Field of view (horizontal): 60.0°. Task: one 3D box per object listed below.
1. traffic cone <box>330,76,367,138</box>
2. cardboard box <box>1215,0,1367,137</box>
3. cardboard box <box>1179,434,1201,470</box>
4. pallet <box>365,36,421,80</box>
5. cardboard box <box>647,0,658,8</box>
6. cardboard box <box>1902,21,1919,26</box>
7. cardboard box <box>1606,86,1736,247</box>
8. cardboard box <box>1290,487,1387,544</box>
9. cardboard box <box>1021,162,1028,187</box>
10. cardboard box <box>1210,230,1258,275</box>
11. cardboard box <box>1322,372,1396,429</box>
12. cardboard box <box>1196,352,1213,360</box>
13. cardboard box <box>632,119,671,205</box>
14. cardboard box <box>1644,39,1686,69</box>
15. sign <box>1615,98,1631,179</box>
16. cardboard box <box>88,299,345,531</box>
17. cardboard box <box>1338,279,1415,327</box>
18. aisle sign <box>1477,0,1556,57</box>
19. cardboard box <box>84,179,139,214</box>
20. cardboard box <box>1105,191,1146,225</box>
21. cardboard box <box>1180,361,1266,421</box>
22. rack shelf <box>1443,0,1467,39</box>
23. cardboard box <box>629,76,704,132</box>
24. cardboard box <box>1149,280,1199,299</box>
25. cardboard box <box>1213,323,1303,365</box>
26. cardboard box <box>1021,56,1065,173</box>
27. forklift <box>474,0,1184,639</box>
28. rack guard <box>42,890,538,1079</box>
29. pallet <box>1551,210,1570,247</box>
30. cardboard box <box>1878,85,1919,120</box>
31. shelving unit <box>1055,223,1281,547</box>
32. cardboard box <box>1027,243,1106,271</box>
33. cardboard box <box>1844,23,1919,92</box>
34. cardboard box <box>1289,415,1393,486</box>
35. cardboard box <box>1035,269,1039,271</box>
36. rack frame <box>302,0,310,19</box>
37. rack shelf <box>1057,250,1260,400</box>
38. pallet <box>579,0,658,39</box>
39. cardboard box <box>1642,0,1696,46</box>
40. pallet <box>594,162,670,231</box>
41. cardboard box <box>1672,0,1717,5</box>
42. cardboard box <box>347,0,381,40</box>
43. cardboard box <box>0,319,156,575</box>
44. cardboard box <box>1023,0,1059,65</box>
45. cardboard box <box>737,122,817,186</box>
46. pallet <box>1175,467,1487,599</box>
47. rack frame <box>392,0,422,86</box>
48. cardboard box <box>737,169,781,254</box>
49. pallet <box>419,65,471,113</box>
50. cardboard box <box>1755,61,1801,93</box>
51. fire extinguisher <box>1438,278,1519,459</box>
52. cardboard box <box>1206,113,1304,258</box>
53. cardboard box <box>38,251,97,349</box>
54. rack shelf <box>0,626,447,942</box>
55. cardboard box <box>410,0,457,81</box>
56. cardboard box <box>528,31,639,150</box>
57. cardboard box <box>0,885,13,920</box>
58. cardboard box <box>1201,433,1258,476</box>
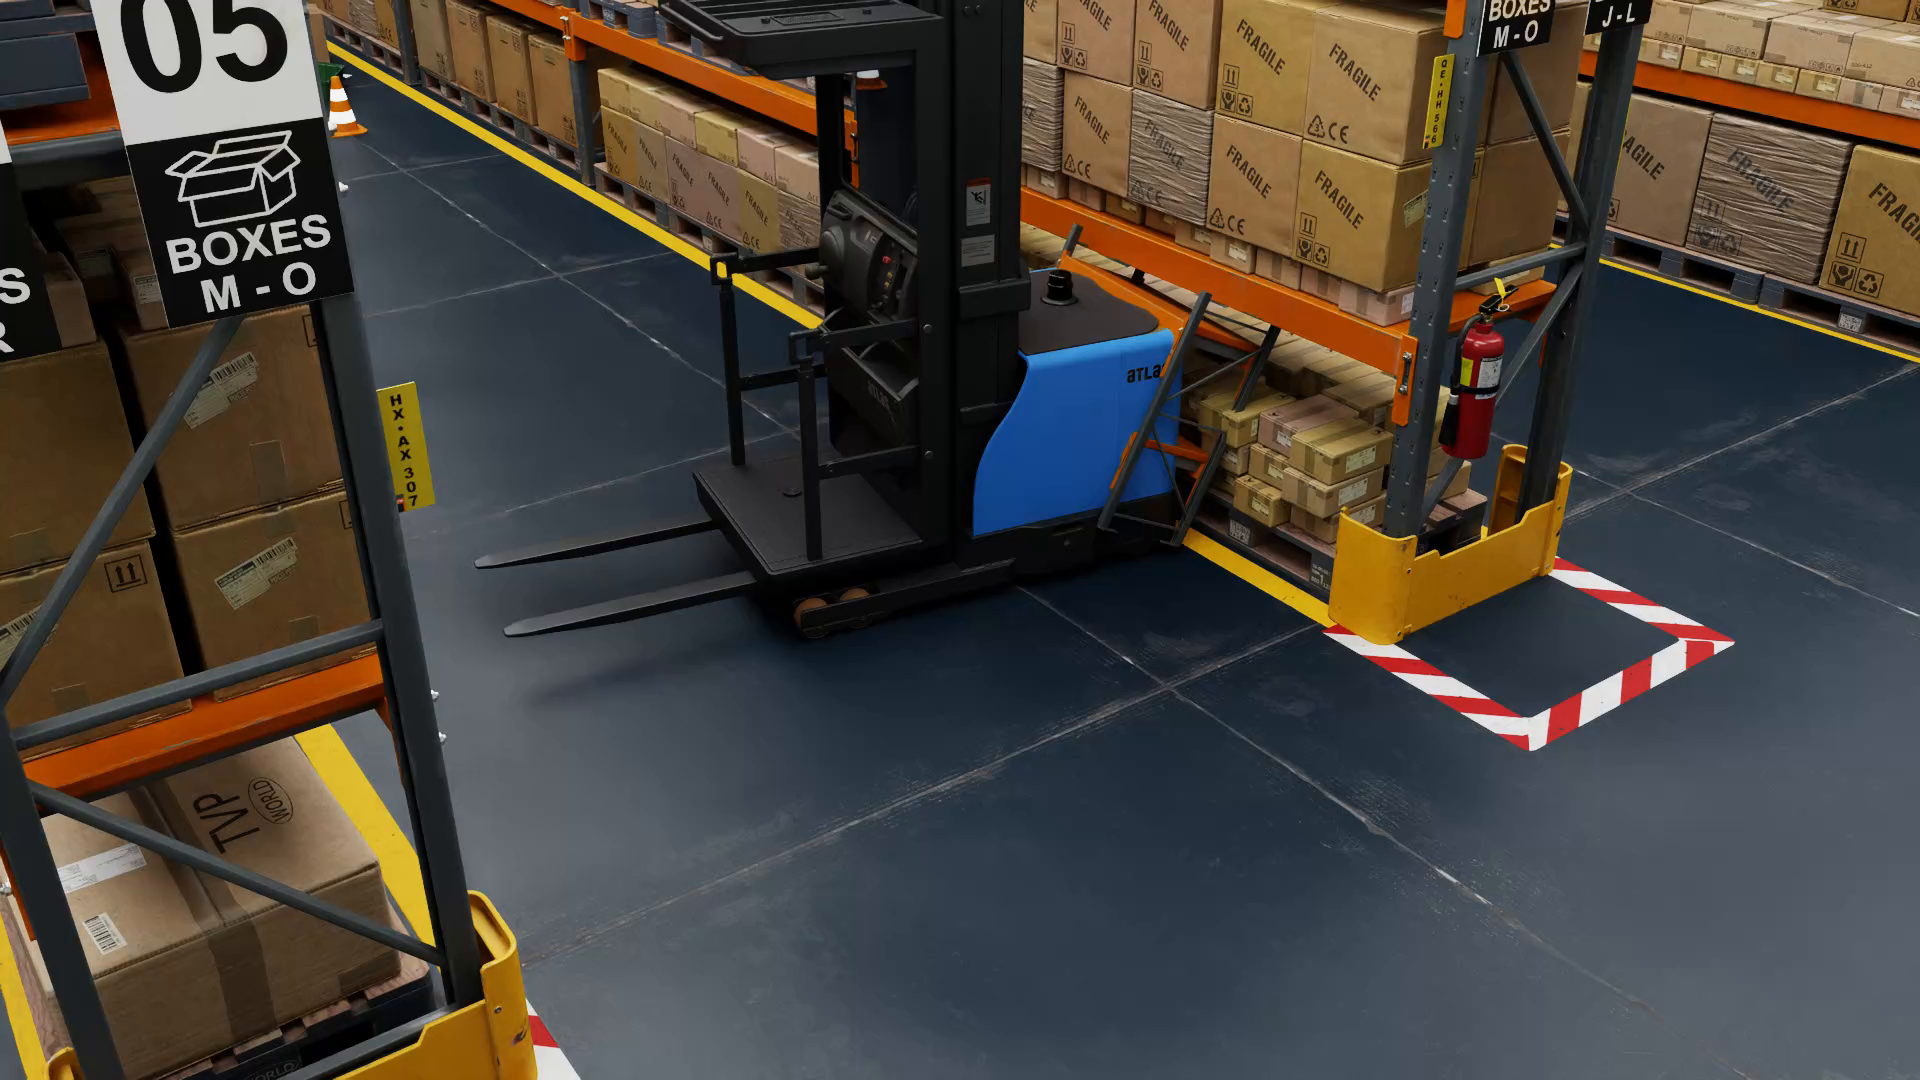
[{"bbox_3d":[-5.238,-3.675,14.032,0.336,0.463,0.334,-19,34,-31],"label":"traffic cone"},{"bbox_3d":[1.413,-1.984,6.796,0.500,0.500,0.500,-20,34,-32],"label":"cardboard box"},{"bbox_3d":[1.231,-0.434,7.953,0.380,0.149,0.250,-18,33,-30],"label":"cardboard box"},{"bbox_3d":[-5.163,-4.821,16.406,1.003,0.211,1.213,-19,34,-31],"label":"pallet"},{"bbox_3d":[-1.900,-3.705,11.252,0.380,0.149,0.250,-17,33,-28],"label":"cardboard box"},{"bbox_3d":[5.909,-2.924,9.837,0.500,0.250,0.500,-19,34,-31],"label":"cardboard box"},{"bbox_3d":[4.794,-2.575,11.135,0.875,0.875,0.875,-19,34,-31],"label":"cardboard box"},{"bbox_3d":[1.700,-0.143,7.417,0.380,0.149,0.250,-18,33,-30],"label":"cardboard box"},{"bbox_3d":[0.406,-1.916,8.398,0.380,0.149,0.250,-18,33,-30],"label":"cardboard box"},{"bbox_3d":[1.317,-1.295,7.255,0.380,0.149,0.250,-18,33,-29],"label":"cardboard box"},{"bbox_3d":[1.890,-0.629,7.689,0.380,0.149,0.250,-18,33,-30],"label":"cardboard box"},{"bbox_3d":[1.271,-0.895,8.490,0.380,0.149,0.250,-17,33,-28],"label":"cardboard box"},{"bbox_3d":[-1.968,-2.720,11.795,0.500,0.500,0.500,-18,33,-30],"label":"cardboard box"},{"bbox_3d":[4.607,-3.132,10.637,0.380,0.149,0.250,-18,33,-30],"label":"cardboard box"},{"bbox_3d":[2.617,-1.595,6.637,0.100,0.325,0.005,-19,34,-31],"label":"sign"},{"bbox_3d":[-1.845,-0.403,4.197,0.500,0.500,0.500,-20,34,-32],"label":"cardboard box"},{"bbox_3d":[1.756,-1.002,6.716,0.380,0.149,0.250,-19,34,-31],"label":"cardboard box"},{"bbox_3d":[1.973,-2.095,5.741,0.394,0.787,0.004,-19,34,-31],"label":"aisle sign"},{"bbox_3d":[-2.046,-0.853,4.345,0.380,0.149,0.250,-18,33,-29],"label":"cardboard box"},{"bbox_3d":[0.913,-1.626,7.864,0.380,0.149,0.250,-18,33,-30],"label":"cardboard box"},{"bbox_3d":[1.210,-0.690,7.802,0.380,0.149,0.250,-20,34,-33],"label":"cardboard box"},{"bbox_3d":[1.015,-2.844,7.454,1.077,0.370,4.000,-19,34,-31],"label":"rack shelf"},{"bbox_3d":[-1.968,-3.058,11.630,0.500,0.250,0.500,-19,34,-31],"label":"cardboard box"},{"bbox_3d":[1.090,-1.259,8.850,0.380,0.149,0.250,-20,34,-32],"label":"cardboard box"},{"bbox_3d":[1.484,-0.946,8.273,0.380,0.149,0.250,-17,33,-29],"label":"cardboard box"},{"bbox_3d":[0.493,-2.135,8.122,0.500,0.500,0.500,-20,34,-32],"label":"cardboard box"},{"bbox_3d":[-0.568,-1.161,6.817,3.031,2.935,1.130,-13,31,-22],"label":"forklift"},{"bbox_3d":[-1.784,1.453,4.550,1.175,0.500,0.348,-19,34,-31],"label":"rack guard"},{"bbox_3d":[4.331,-2.410,11.967,1.003,0.211,1.213,-19,34,-31],"label":"pallet"},{"bbox_3d":[5.502,-2.534,9.536,0.380,0.149,0.250,-19,34,-31],"label":"cardboard box"},{"bbox_3d":[0.771,-0.730,7.724,0.538,1.125,1.048,12,19,-36],"label":"shelving unit"},{"bbox_3d":[0.604,-1.563,9.409,0.380,0.149,0.250,-19,34,-31],"label":"cardboard box"},{"bbox_3d":[5.483,-2.775,9.562,0.500,0.250,0.500,-19,34,-31],"label":"cardboard box"},{"bbox_3d":[1.662,-0.393,7.254,0.380,0.149,0.250,-18,33,-30],"label":"cardboard box"},{"bbox_3d":[0.354,-1.318,8.957,0.380,0.149,0.250,-20,34,-32],"label":"cardboard box"},{"bbox_3d":[-1.798,-2.291,2.539,1.000,3.000,0.127,-19,34,-31],"label":"rack frame"},{"bbox_3d":[0.882,-0.990,7.649,0.538,0.278,1.000,12,19,-36],"label":"rack shelf"},{"bbox_3d":[-1.965,-3.842,11.883,1.213,0.211,1.003,-19,34,-31],"label":"pallet"},{"bbox_3d":[4.603,-3.368,10.654,0.500,0.250,0.500,-18,33,-29],"label":"cardboard box"},{"bbox_3d":[-2.013,-2.645,12.398,1.003,0.211,1.213,-19,34,-31],"label":"pallet"},{"bbox_3d":[4.608,-3.696,10.472,0.500,0.500,0.500,-20,34,-32],"label":"cardboard box"},{"bbox_3d":[-5.619,-5.593,16.692,0.875,0.875,0.875,-19,34,-30],"label":"cardboard box"},{"bbox_3d":[-2.272,-0.259,3.932,0.500,0.500,0.500,-18,33,-29],"label":"cardboard box"},{"bbox_3d":[0.498,-2.589,7.909,0.500,0.500,0.500,-18,33,-30],"label":"cardboard box"},{"bbox_3d":[-1.070,-2.458,10.526,0.500,0.250,0.500,-17,33,-28],"label":"cardboard box"},{"bbox_3d":[1.689,-0.194,7.886,1.003,0.211,1.213,-19,34,-31],"label":"pallet"},{"bbox_3d":[-4.785,-5.729,15.156,1.000,3.000,0.127,-19,34,-31],"label":"rack frame"},{"bbox_3d":[-1.077,-2.123,10.695,0.500,0.500,0.500,-20,34,-32],"label":"cardboard box"},{"bbox_3d":[-4.276,-4.225,15.308,1.003,0.211,1.213,-19,34,-31],"label":"pallet"},{"bbox_3d":[5.055,-2.832,10.085,0.380,0.149,0.250,-19,34,-30],"label":"cardboard box"},{"bbox_3d":[1.945,-0.641,6.258,0.296,0.674,0.183,-19,34,-31],"label":"fire extinguisher"},{"bbox_3d":[1.410,-1.544,7.033,0.500,0.500,0.500,-19,34,-31],"label":"cardboard box"},{"bbox_3d":[-2.170,-0.507,3.708,0.380,0.149,0.250,-18,33,-30],"label":"cardboard box"},{"bbox_3d":[-2.958,-0.116,5.574,1.077,0.370,4.000,-19,34,-31],"label":"rack shelf"},{"bbox_3d":[-4.352,-4.709,15.195,1.050,0.750,0.750,-19,34,-31],"label":"cardboard box"},{"bbox_3d":[-2.745,-3.632,13.211,1.050,0.750,0.750,-19,34,-31],"label":"cardboard box"},{"bbox_3d":[-2.800,0.704,5.554,0.875,0.438,0.875,-18,33,-29],"label":"cardboard box"},{"bbox_3d":[1.334,-0.454,7.679,0.380,0.149,0.250,-20,35,-33],"label":"cardboard box"}]
